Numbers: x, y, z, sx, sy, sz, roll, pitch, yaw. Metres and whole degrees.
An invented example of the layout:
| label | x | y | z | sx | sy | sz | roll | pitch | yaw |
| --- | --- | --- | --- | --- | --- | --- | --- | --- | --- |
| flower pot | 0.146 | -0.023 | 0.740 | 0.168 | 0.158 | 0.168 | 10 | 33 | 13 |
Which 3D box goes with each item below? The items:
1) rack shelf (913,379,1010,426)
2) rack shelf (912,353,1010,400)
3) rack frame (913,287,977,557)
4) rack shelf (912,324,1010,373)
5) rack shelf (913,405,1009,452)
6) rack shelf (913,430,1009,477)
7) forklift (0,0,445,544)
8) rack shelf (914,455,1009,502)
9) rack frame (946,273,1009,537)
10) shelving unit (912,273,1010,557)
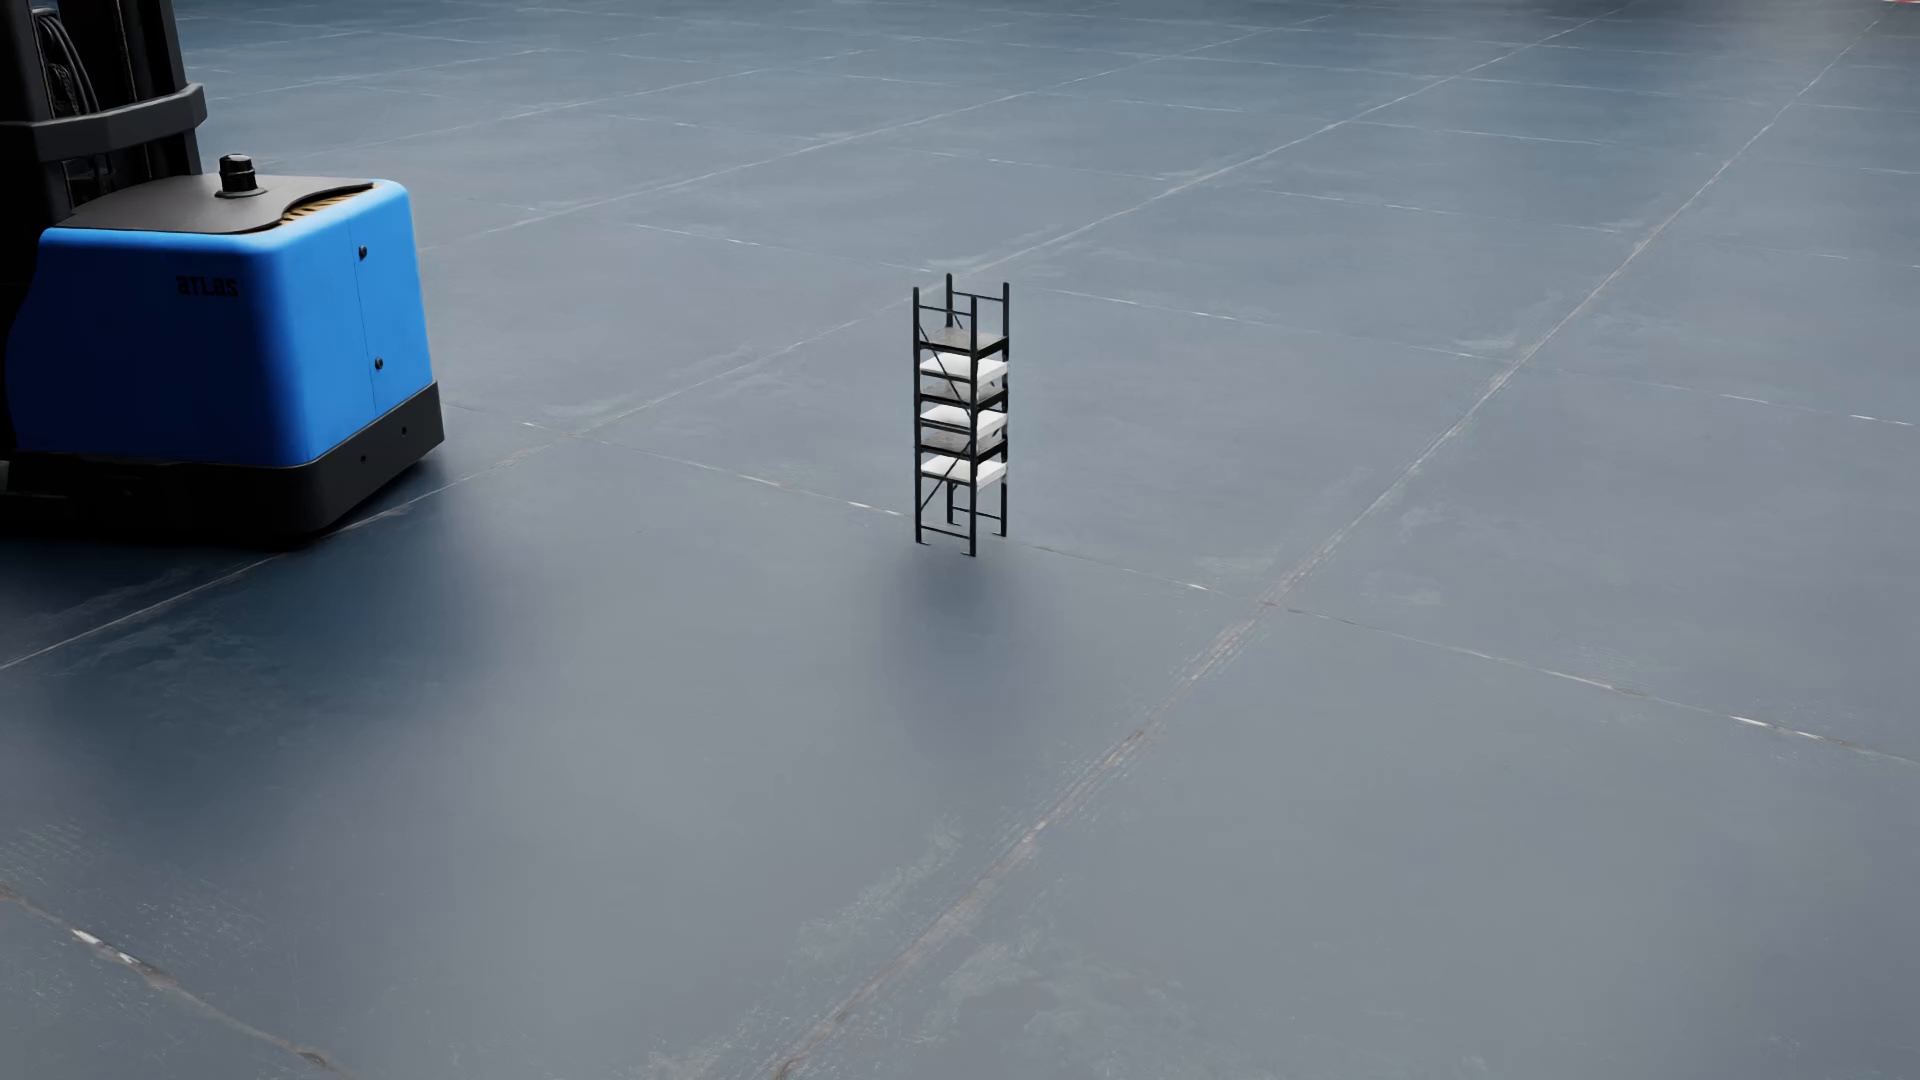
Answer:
| label | x | y | z | sx | sy | sz | roll | pitch | yaw |
| --- | --- | --- | --- | --- | --- | --- | --- | --- | --- |
| rack shelf | 0.004 | -0.468 | 5.555 | 0.258 | 0.077 | 0.200 | 14 | 27 | 29 |
| rack shelf | 0.004 | -0.550 | 5.519 | 0.258 | 0.077 | 0.200 | 14 | 27 | 29 |
| rack frame | -0.049 | -0.381 | 5.498 | 0.240 | 0.900 | 0.006 | 14 | 27 | 29 |
| rack shelf | 0.004 | -0.633 | 5.484 | 0.258 | 0.077 | 0.200 | 14 | 27 | 29 |
| rack shelf | 0.004 | -0.385 | 5.591 | 0.258 | 0.077 | 0.200 | 14 | 27 | 29 |
| rack shelf | 0.004 | -0.303 | 5.627 | 0.258 | 0.077 | 0.200 | 14 | 27 | 29 |
| forklift | -3.573 | -1.601 | 5.759 | 3.031 | 2.935 | 1.130 | 4 | 24 | 9 |
| rack shelf | 0.004 | -0.220 | 5.662 | 0.258 | 0.077 | 0.200 | 14 | 27 | 29 |
| rack frame | 0.058 | -0.450 | 5.657 | 0.240 | 0.900 | 0.006 | 14 | 27 | 29 |
| shelving unit | 0.004 | -0.416 | 5.578 | 0.258 | 0.900 | 0.210 | 14 | 27 | 29 |
